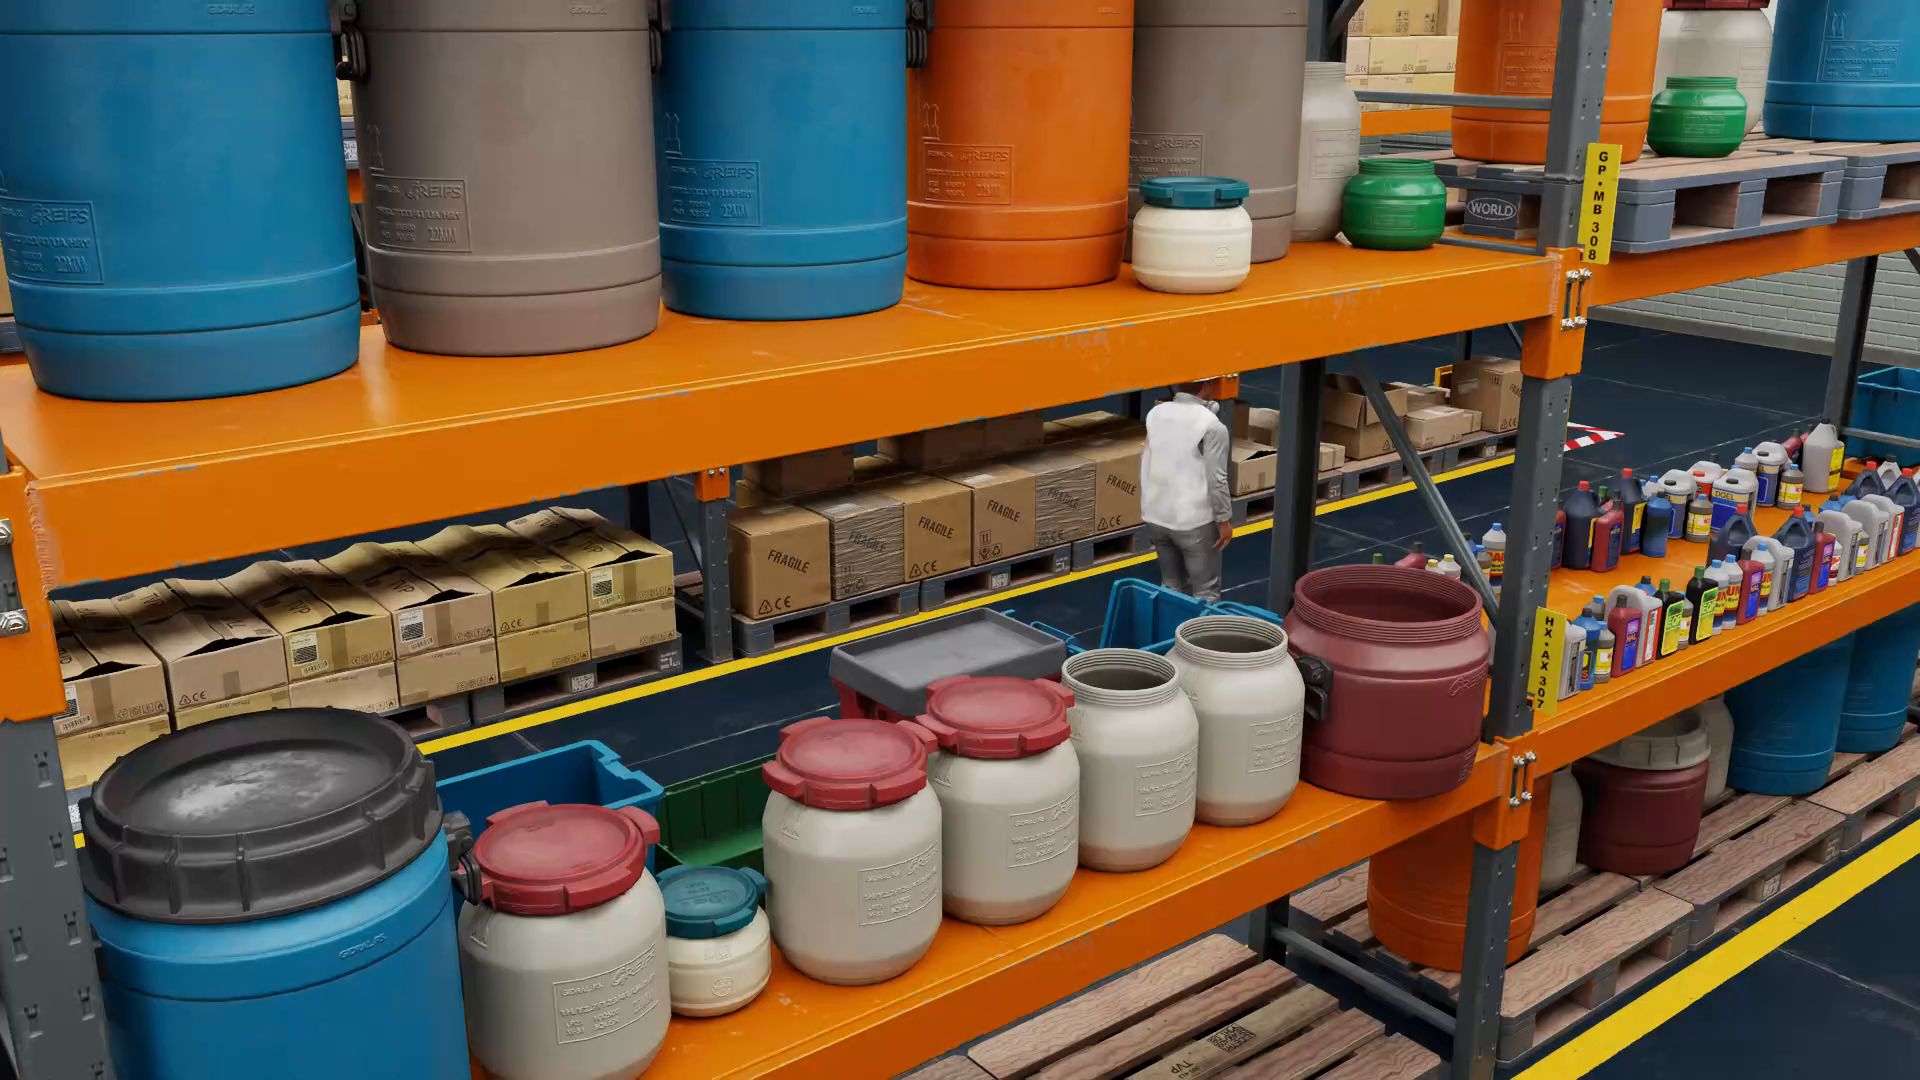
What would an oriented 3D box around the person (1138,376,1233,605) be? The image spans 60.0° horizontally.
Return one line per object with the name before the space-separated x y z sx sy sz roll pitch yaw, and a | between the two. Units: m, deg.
person | 1.219 -0.138 8.944 0.476 1.770 0.586 -15 23 -39
